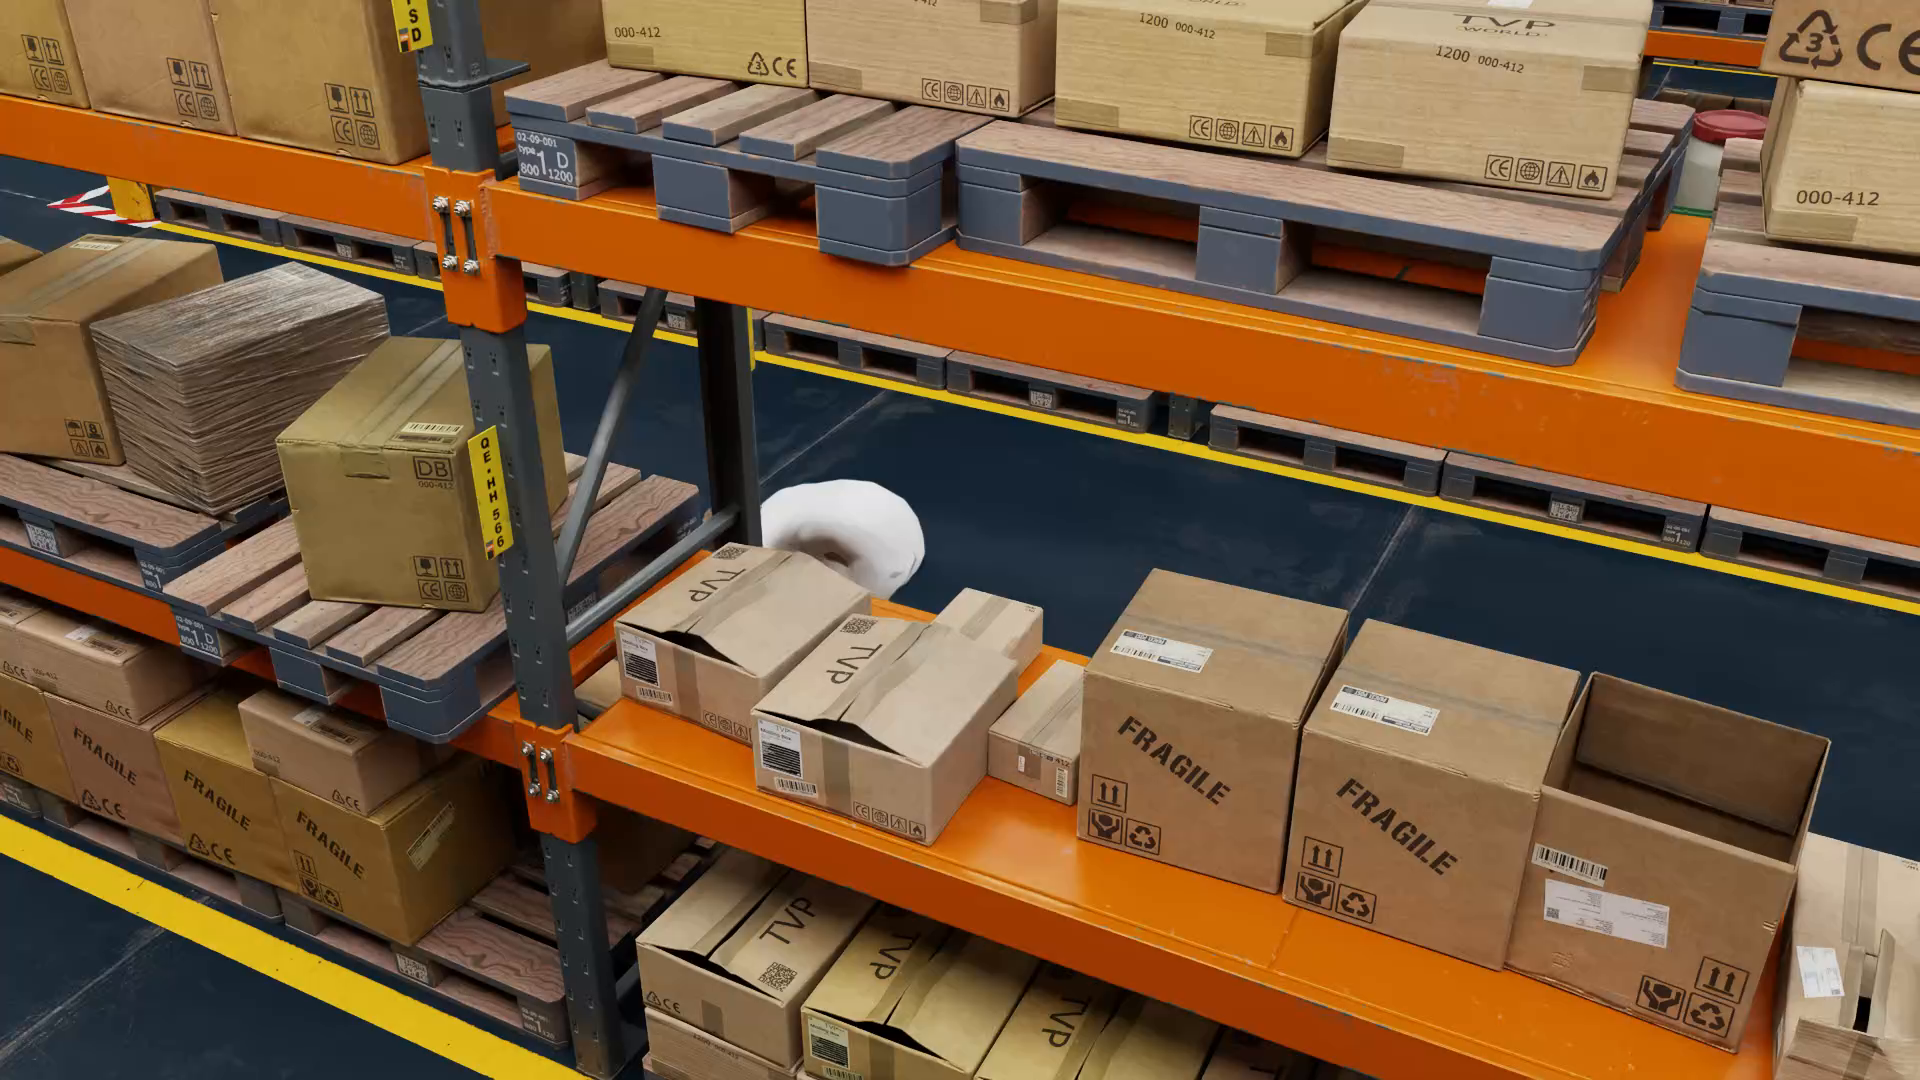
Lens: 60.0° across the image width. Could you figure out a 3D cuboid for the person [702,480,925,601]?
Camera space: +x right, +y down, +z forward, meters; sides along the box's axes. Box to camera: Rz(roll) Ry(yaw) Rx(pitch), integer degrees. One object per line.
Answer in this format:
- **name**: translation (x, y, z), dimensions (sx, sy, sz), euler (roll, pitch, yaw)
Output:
- **person**: translation (-0.591, 0.210, 6.561), dimensions (0.942, 0.995, 0.592), euler (13, 32, 21)
